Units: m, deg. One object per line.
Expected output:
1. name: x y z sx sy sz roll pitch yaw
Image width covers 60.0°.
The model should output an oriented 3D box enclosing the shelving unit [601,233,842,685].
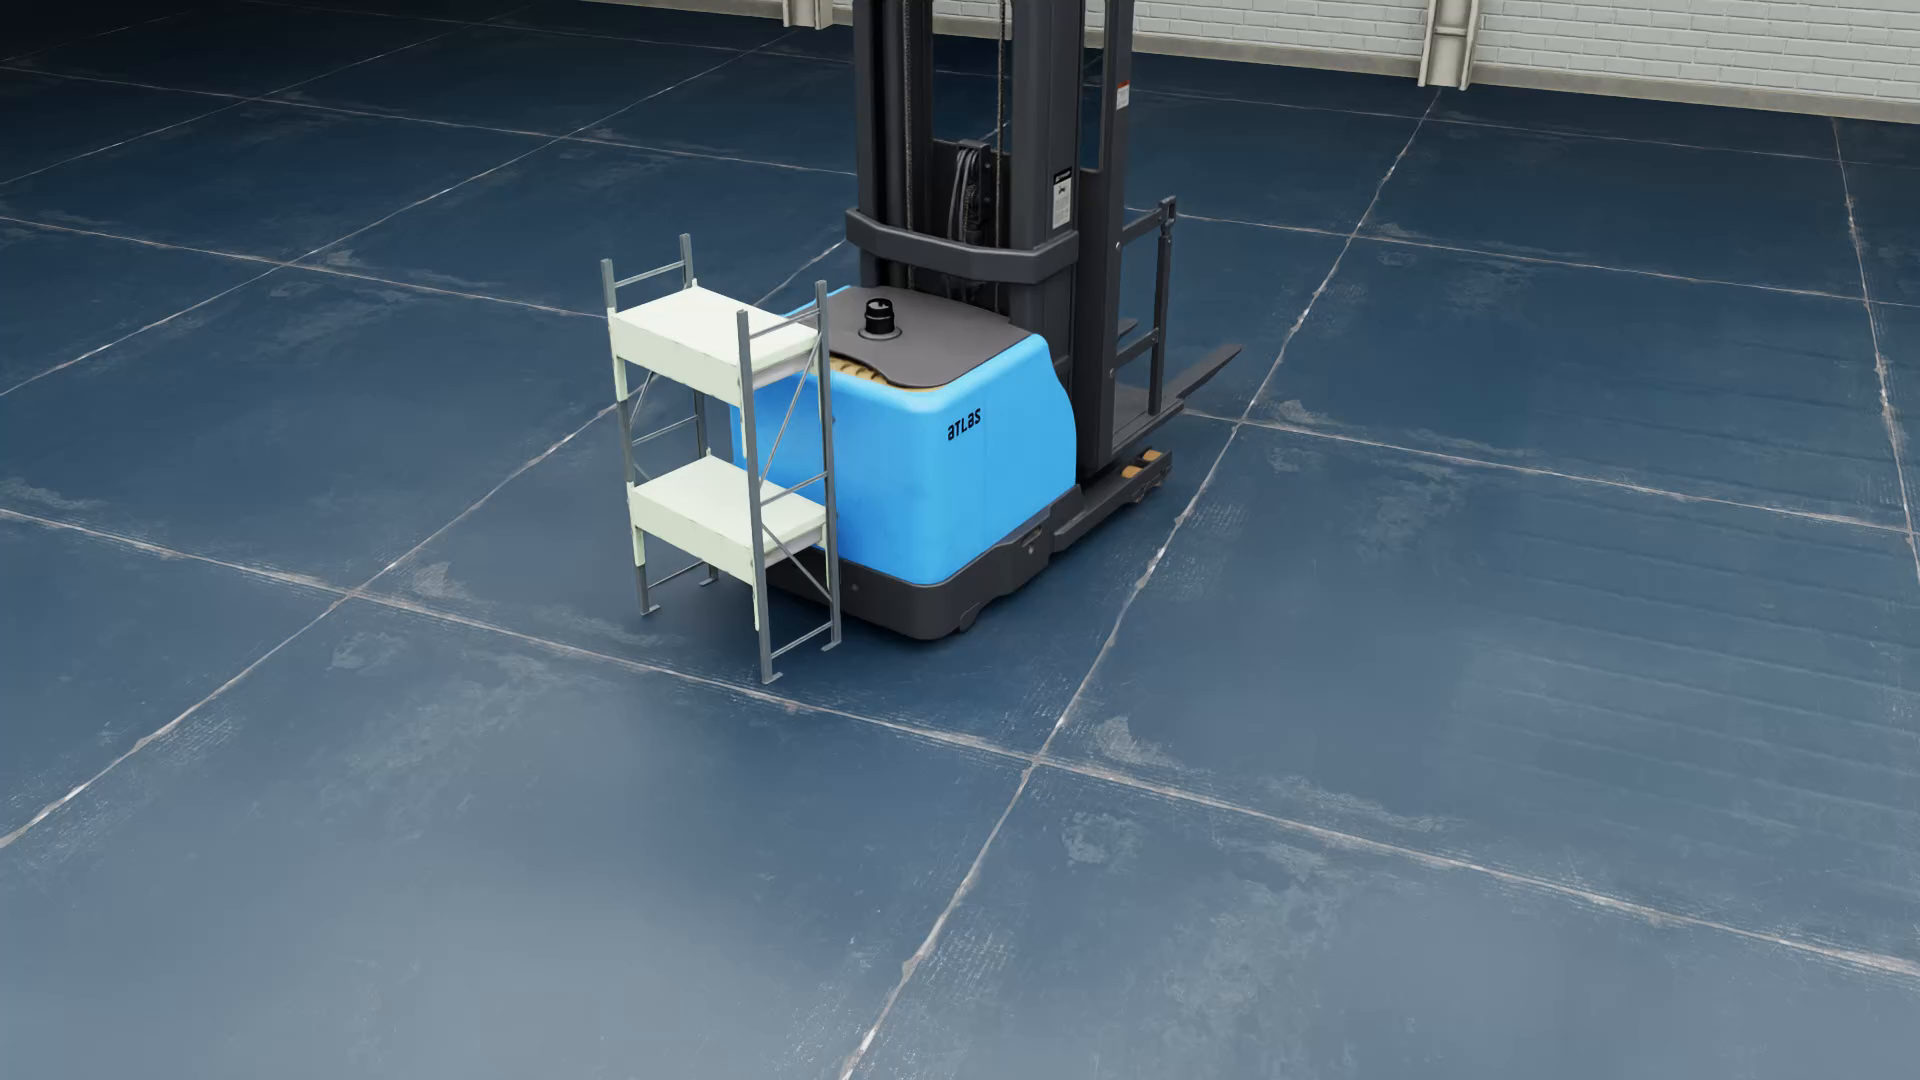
1. shelving unit: -0.879 -0.301 6.257 0.755 1.500 0.431 24 37 36

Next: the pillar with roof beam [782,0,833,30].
1. pillar with roof beam: -3.078 -6.928 10.363 0.400 9.000 9.100 11 31 19

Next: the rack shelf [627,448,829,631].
1. rack shelf: -0.879 -0.017 6.418 0.720 0.370 0.431 24 37 36

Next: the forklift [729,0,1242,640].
1. forklift: 0.323 -1.566 7.043 1.130 2.935 3.031 19 34 30

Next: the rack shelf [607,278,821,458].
1. rack shelf: -0.879 -0.640 6.065 0.720 0.370 0.431 24 37 36

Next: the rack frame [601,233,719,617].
1. rack frame: -1.151 -0.421 6.470 0.023 1.500 0.400 24 37 36

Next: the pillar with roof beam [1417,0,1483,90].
1. pillar with roof beam: 2.482 -5.818 8.399 0.400 9.000 9.100 11 31 19

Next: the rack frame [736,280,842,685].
1. rack frame: -0.607 -0.180 6.045 0.023 1.500 0.400 24 37 36
